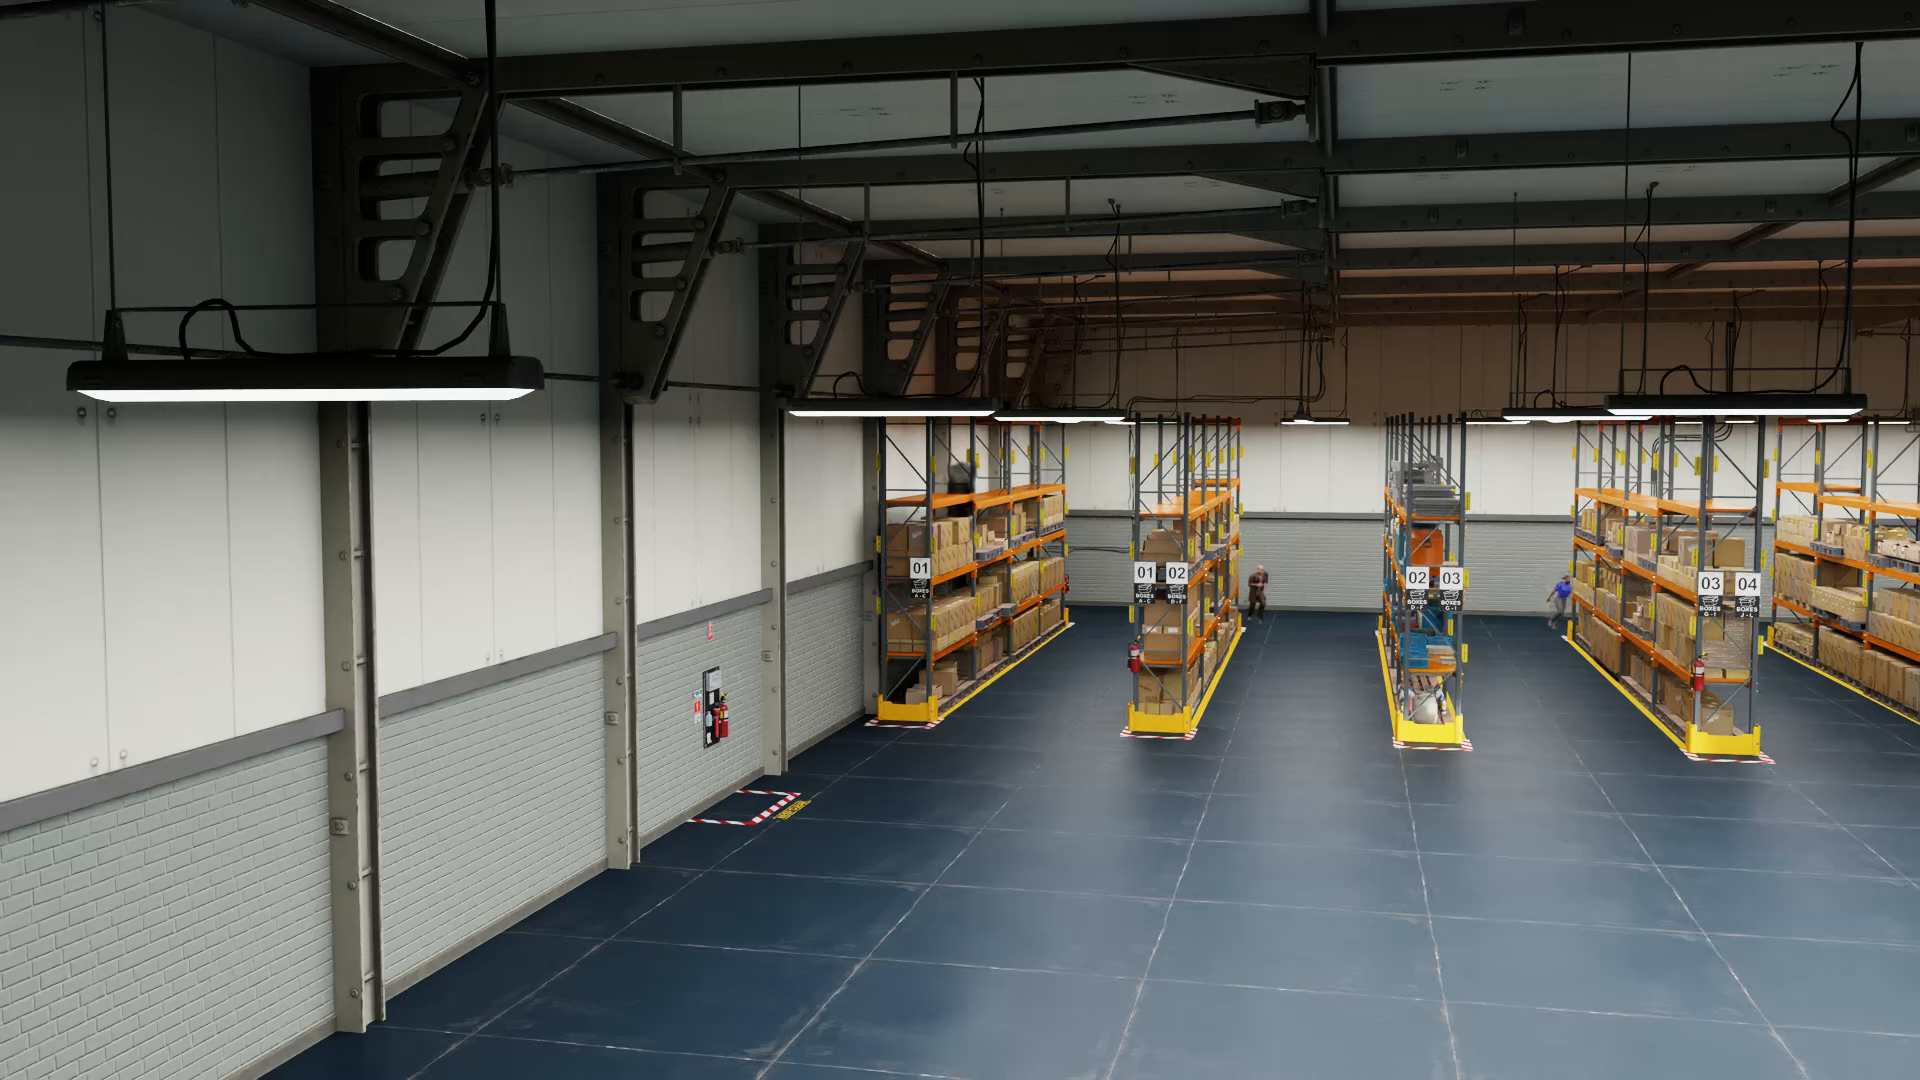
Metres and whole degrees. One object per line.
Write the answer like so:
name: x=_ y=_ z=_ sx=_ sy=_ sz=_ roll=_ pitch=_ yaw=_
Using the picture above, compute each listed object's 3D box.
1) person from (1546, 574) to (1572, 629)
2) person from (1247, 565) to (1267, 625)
person: x=17.027 y=1.750 z=47.099 sx=0.610 sy=1.566 sz=0.665 roll=-2 pitch=4 yaw=-21
person: x=8.659 y=1.622 z=48.538 sx=0.747 sy=1.778 sz=1.035 roll=-1 pitch=4 yaw=-18
